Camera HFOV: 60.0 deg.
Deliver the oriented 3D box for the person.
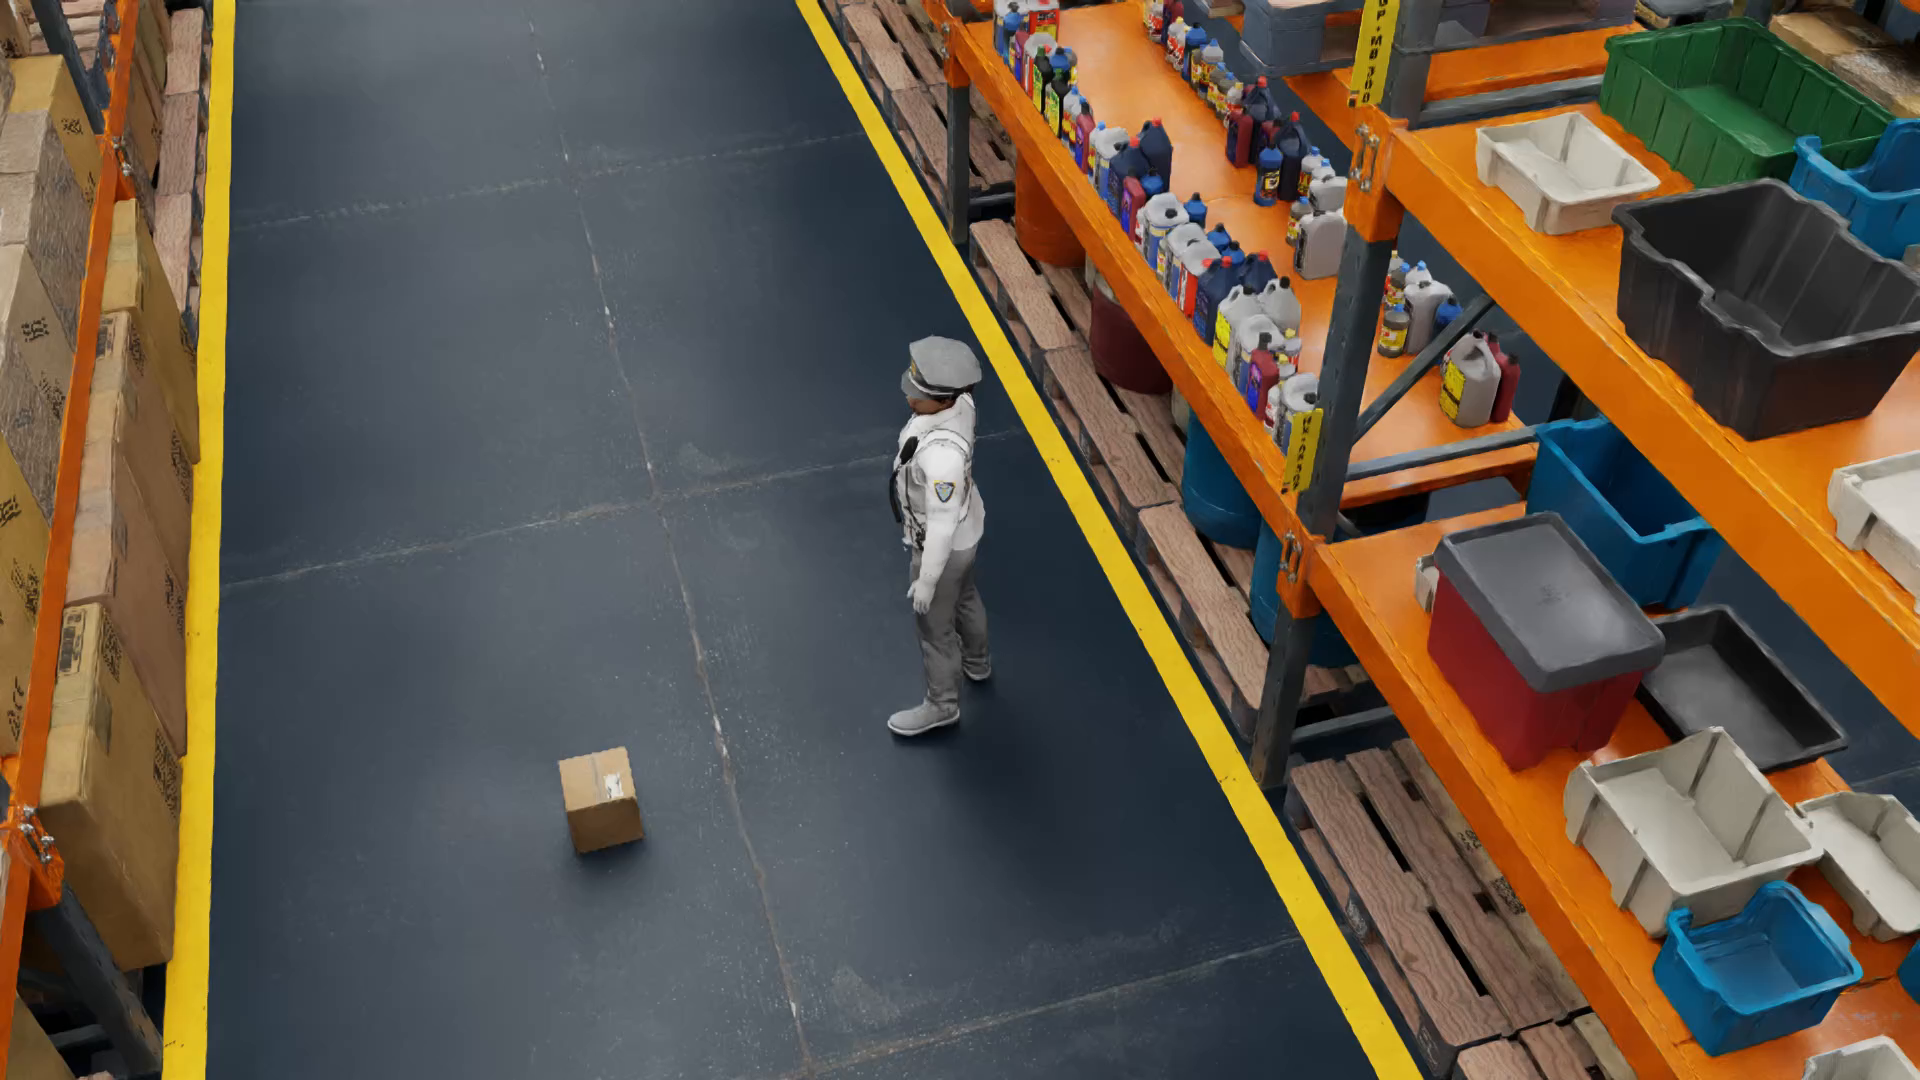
[{"bbox_3d":[-0.072,-0.012,6.125,0.369,1.682,0.589,5,43,6],"label":"person"}]
